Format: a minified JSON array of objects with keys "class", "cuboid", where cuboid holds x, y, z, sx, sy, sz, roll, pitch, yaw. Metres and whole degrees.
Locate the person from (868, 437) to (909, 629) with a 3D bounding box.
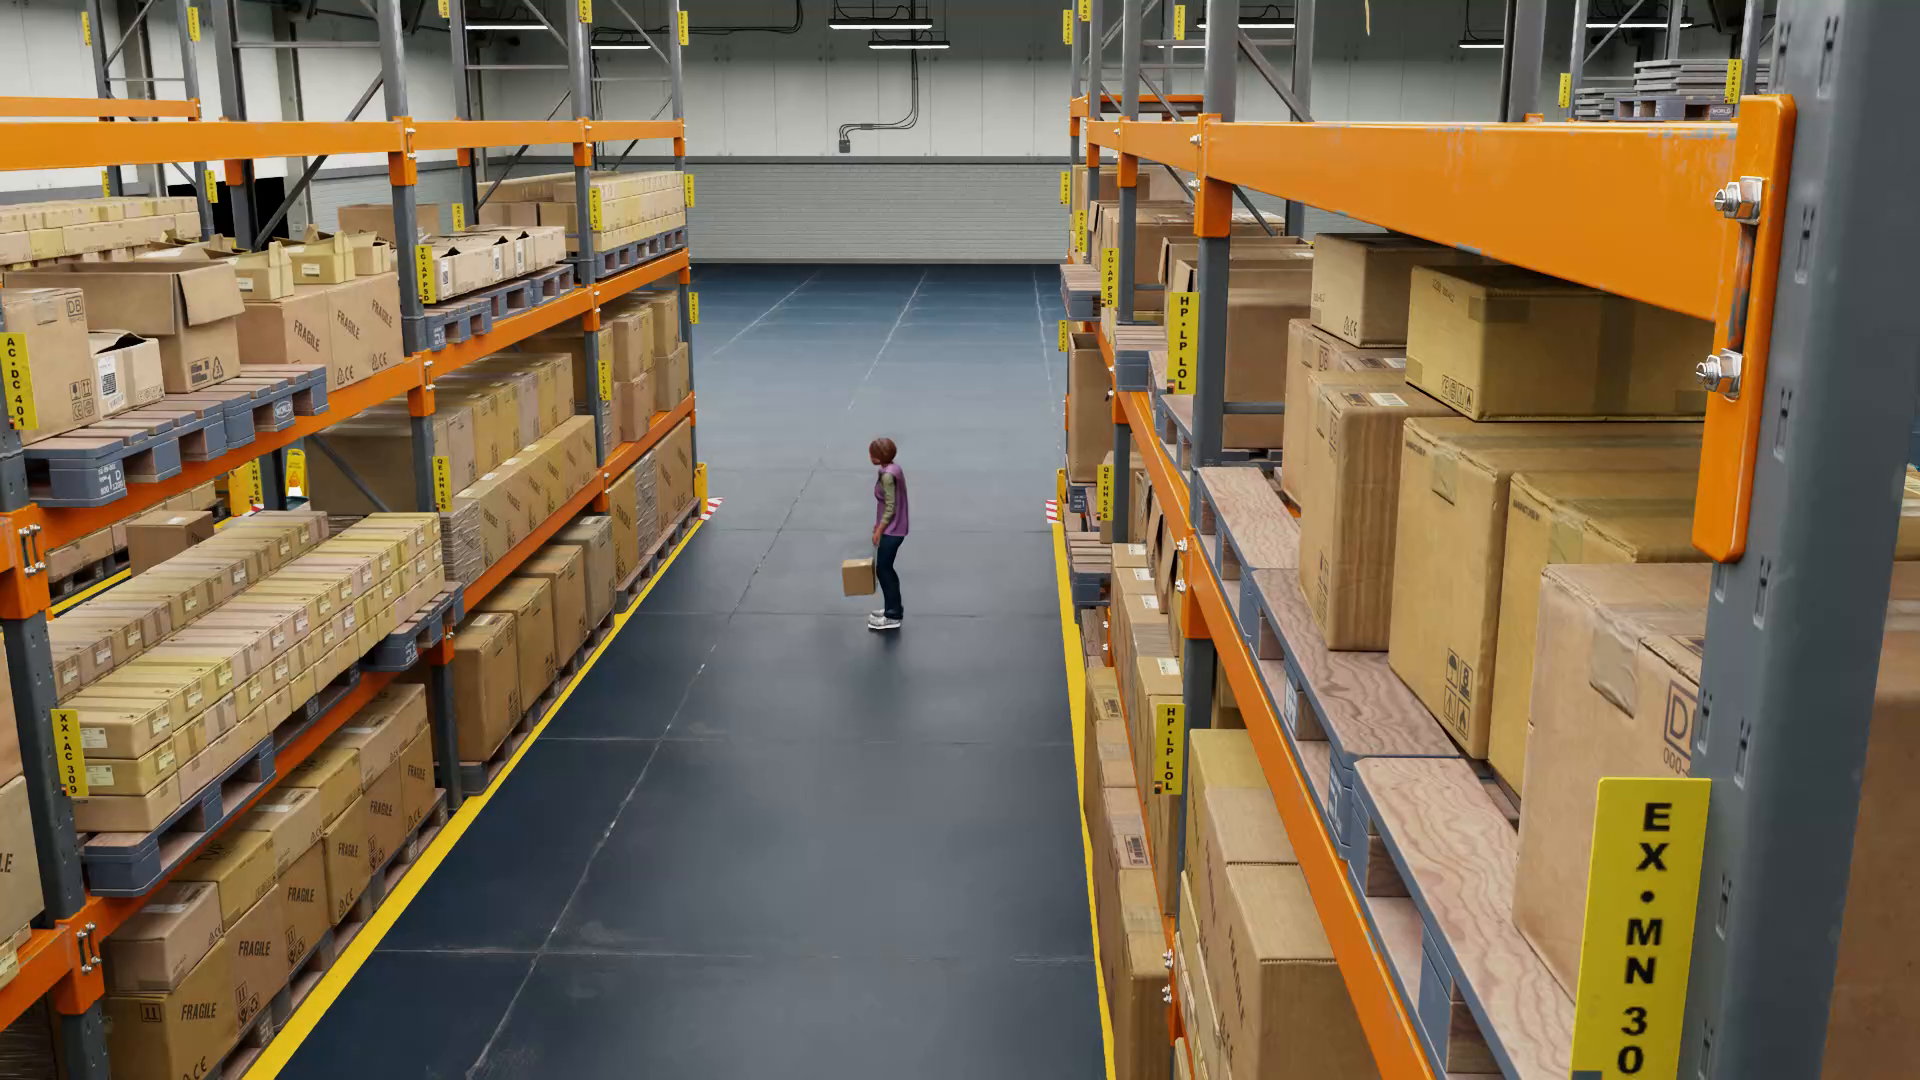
[{"class":"person","cuboid":[-0.596,-0.065,13.773,0.343,1.597,0.453,0,14,0]}]
